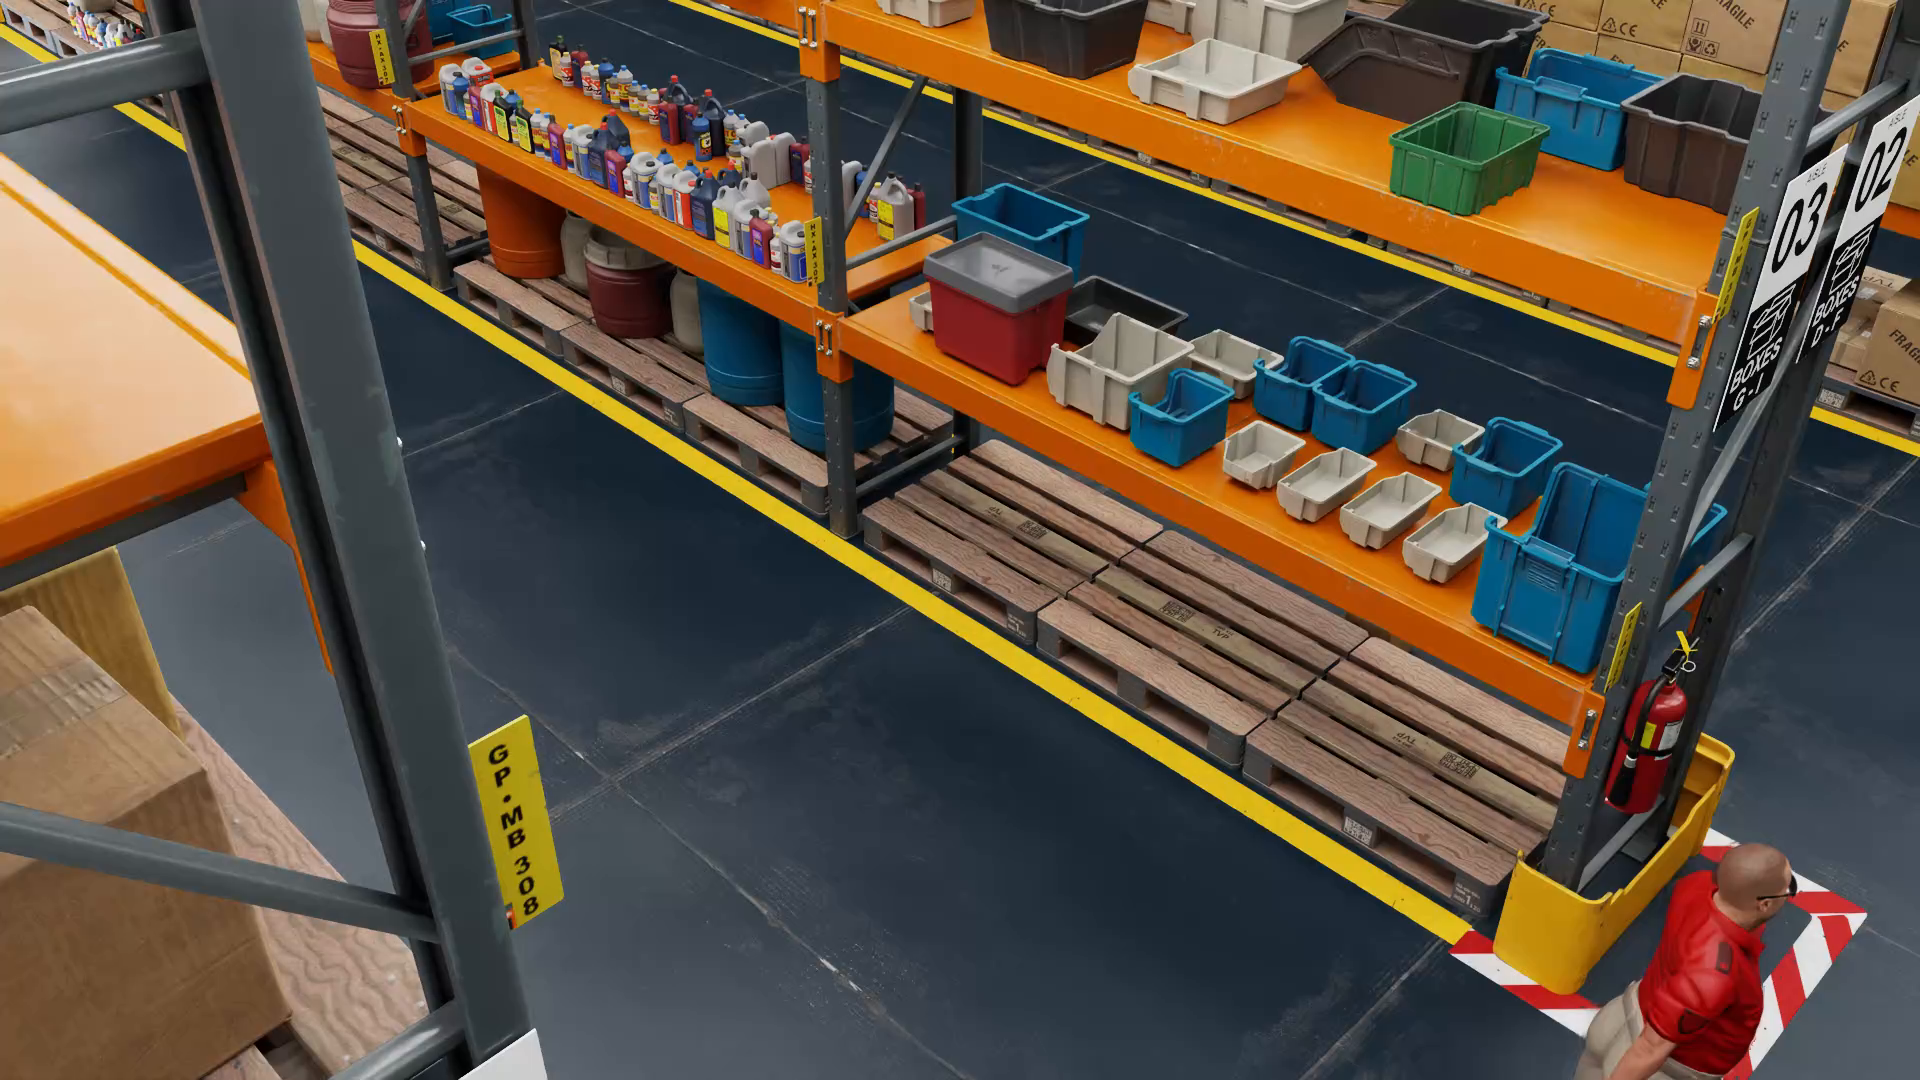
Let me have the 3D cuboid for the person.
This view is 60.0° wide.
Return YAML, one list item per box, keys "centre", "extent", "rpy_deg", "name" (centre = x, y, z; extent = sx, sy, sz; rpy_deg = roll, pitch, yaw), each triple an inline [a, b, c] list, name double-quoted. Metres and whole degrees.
- centre: [2.142, 1.540, 5.006]
  extent: [0.957, 1.664, 0.555]
  rpy_deg: [6, 36, 9]
  name: "person"
